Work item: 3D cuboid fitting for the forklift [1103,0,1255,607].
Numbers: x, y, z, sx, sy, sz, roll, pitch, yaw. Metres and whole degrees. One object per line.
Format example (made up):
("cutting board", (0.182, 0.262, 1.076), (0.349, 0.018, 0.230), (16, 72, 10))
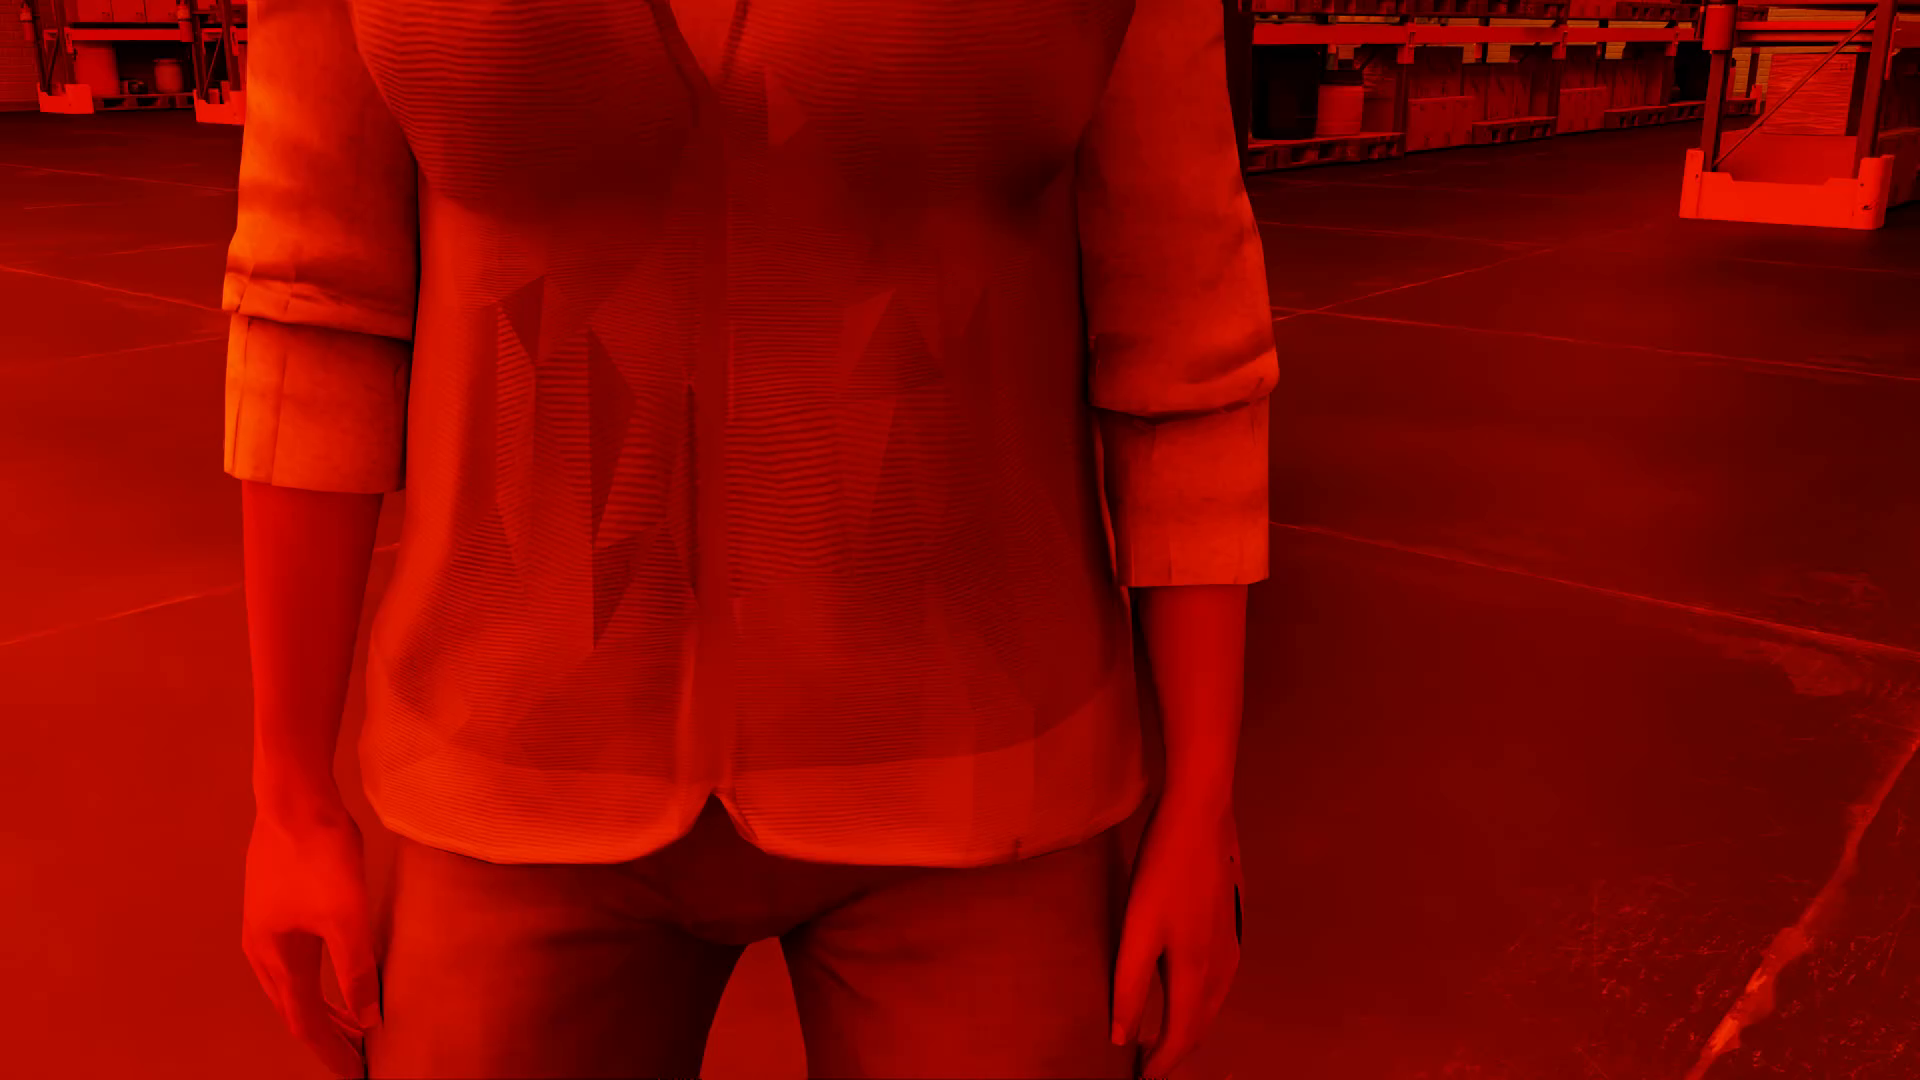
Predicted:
("forklift", (0.182, -1.571, 4.072), (1.130, 2.935, 3.031), (5, 18, 17))
